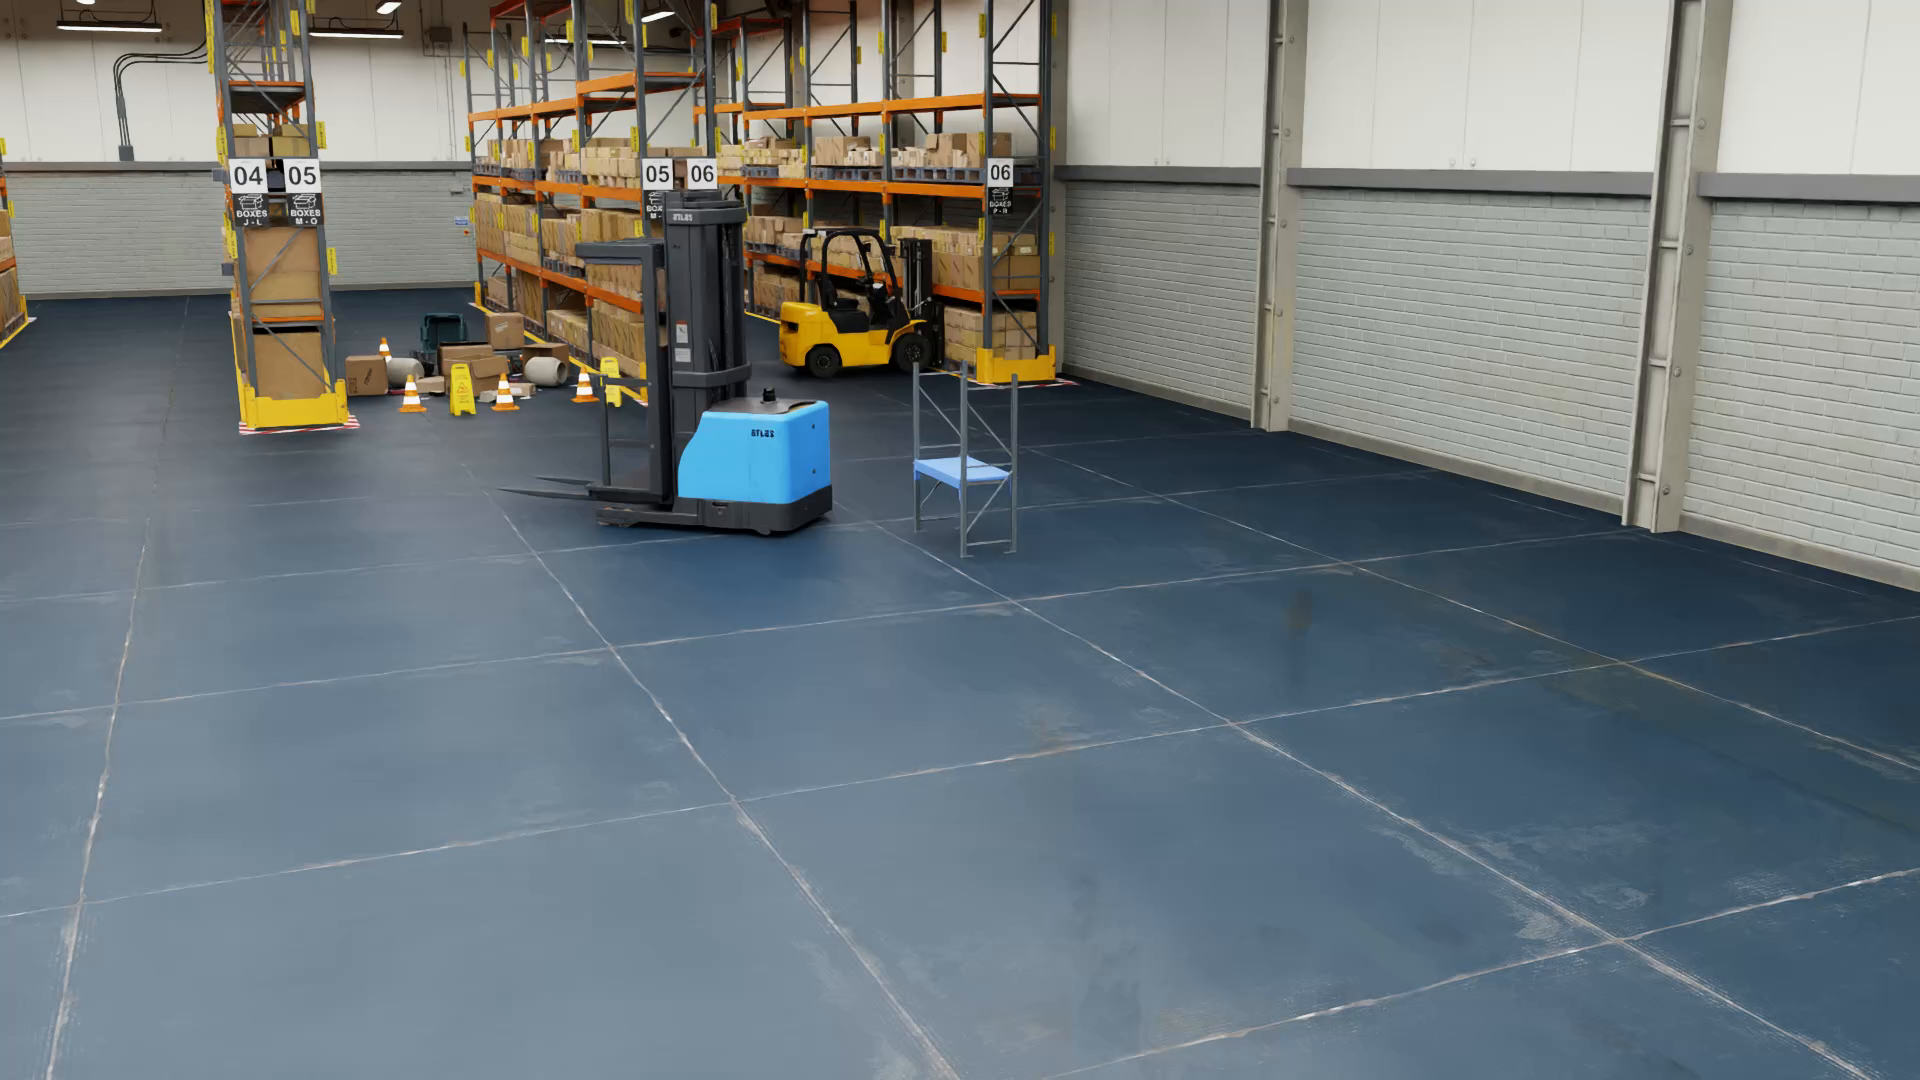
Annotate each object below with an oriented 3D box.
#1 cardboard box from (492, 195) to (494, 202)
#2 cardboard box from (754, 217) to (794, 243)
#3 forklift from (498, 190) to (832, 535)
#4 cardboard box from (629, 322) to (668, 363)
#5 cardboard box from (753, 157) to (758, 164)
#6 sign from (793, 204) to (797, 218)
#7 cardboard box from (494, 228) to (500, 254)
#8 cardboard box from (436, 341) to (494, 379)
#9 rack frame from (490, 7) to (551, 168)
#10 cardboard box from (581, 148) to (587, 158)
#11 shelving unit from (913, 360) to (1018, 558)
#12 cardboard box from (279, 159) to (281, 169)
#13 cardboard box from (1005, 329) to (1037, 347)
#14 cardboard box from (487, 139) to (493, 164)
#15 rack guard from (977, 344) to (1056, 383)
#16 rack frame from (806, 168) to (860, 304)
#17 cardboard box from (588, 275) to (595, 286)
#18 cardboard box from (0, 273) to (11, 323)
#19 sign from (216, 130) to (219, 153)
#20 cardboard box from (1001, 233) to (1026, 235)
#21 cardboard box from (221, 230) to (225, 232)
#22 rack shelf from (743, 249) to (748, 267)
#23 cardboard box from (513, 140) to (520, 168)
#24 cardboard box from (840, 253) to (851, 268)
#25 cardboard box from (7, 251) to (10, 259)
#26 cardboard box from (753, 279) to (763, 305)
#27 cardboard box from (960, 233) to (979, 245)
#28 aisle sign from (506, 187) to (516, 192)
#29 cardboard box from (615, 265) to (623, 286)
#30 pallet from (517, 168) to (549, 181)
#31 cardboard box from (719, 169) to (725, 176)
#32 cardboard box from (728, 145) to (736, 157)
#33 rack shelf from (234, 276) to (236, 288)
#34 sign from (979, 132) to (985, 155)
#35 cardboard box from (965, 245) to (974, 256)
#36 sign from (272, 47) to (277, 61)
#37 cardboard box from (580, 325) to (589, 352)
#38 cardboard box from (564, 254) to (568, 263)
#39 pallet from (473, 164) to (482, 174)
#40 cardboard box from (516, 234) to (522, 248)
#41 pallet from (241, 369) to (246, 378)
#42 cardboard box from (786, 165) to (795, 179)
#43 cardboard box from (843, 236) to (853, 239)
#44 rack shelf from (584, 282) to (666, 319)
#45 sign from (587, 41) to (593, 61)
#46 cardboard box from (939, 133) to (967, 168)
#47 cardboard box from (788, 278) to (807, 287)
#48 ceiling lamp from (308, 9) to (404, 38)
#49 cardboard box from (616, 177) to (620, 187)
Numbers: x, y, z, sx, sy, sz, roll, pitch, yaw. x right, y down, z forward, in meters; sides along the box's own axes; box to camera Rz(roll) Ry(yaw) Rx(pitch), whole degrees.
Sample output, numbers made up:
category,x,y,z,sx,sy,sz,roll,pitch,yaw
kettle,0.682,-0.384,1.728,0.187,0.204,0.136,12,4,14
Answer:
category,x,y,z,sx,sy,sz,roll,pitch,yaw
cardboard box,-9.402,-7.017,34.157,0.380,0.149,0.250,-6,14,-24
cardboard box,-3.790,-6.335,33.938,0.700,0.500,0.500,-5,14,-22
forklift,-2.746,-1.648,14.988,3.031,2.935,1.130,4,14,18
cardboard box,-4.286,-2.753,23.117,0.500,0.500,0.500,-6,14,-23
cardboard box,-3.945,-7.644,33.496,0.380,0.149,0.250,-5,14,-22
sign,-3.479,-6.924,35.067,0.100,0.325,0.005,-6,14,-23
cardboard box,-9.164,-6.087,33.798,0.500,0.500,0.500,-6,14,-24
cardboard box,-7.131,-2.558,24.003,0.797,0.637,0.503,-6,14,-23
rack frame,-8.533,-8.783,32.361,1.000,3.000,0.127,-6,14,-23
cardboard box,-5.501,-5.840,25.088,0.380,0.149,0.250,-6,14,-24
shelving unit,0.034,-0.713,14.125,0.538,1.500,1.048,-6,14,-23
cardboard box,-8.772,-4.970,21.943,0.380,0.149,0.250,-6,14,-23
cardboard box,0.823,-3.055,24.973,0.500,0.250,0.500,-5,14,-22
cardboard box,-9.465,-8.020,34.342,0.500,0.500,0.500,-5,14,-22
rack guard,0.831,-2.607,24.526,1.175,0.500,0.348,-6,14,-23
rack frame,-2.384,-5.483,31.407,1.000,3.000,0.127,-6,14,-23
cardboard box,-5.496,-3.991,25.518,0.380,0.149,0.250,-6,14,-23
cardboard box,-18.164,-4.464,30.786,0.875,0.875,0.875,-6,14,-23
sign,-10.316,-5.555,23.222,0.100,0.325,0.005,-6,14,-23
cardboard box,0.833,-4.489,24.793,0.380,0.149,0.250,-5,14,-21
cardboard box,-12.772,-5.374,29.245,0.380,0.149,0.250,-5,14,-21
rack shelf,-4.787,-6.372,36.844,1.077,0.370,4.000,-6,14,-23
cardboard box,-7.902,-7.086,30.530,0.500,0.500,0.500,-5,14,-22
cardboard box,-1.814,-4.979,29.561,0.500,0.250,0.500,-5,14,-21
cardboard box,-18.466,-5.468,31.900,0.380,0.149,0.250,-5,14,-22
cardboard box,-3.998,-5.176,34.693,0.500,0.500,0.500,-5,14,-21
cardboard box,0.227,-4.494,24.817,0.380,0.149,0.250,-5,14,-22
aisle sign,-9.880,-7.996,36.500,0.394,0.787,0.004,-6,14,-23
cardboard box,-4.589,-3.869,23.554,0.500,0.500,0.500,-6,14,-23
pallet,-7.237,-6.531,29.704,1.213,0.211,1.003,-5,14,-20
cardboard box,-5.044,-8.011,36.237,0.380,0.149,0.250,-5,14,-22
cardboard box,-4.620,-8.273,35.373,0.500,0.250,0.500,-6,14,-24
rack shelf,-12.226,-4.629,29.311,1.077,0.370,4.000,-6,14,-23
sign,0.318,-5.638,23.638,0.100,0.325,0.005,-6,14,-23
cardboard box,0.296,-4.291,24.598,0.380,0.149,0.250,-5,14,-22
sign,-12.521,-8.898,30.438,0.100,0.325,0.005,-6,14,-23
cardboard box,-5.540,-3.240,26.612,0.950,0.372,0.625,-5,14,-22
cardboard box,-6.367,-4.694,27.624,0.380,0.149,0.250,-5,14,-21
pallet,-9.828,-7.952,35.622,1.003,0.211,1.213,-6,14,-23
cardboard box,-7.998,-5.598,31.129,0.500,0.250,0.500,-6,14,-25
pallet,-10.201,-2.533,24.848,1.003,0.211,1.213,-6,14,-23
cardboard box,-3.014,-7.059,31.898,0.500,0.250,0.500,-6,14,-23
cardboard box,-1.838,-5.381,29.306,0.380,0.149,0.250,-6,14,-24
rack shelf,-4.527,-3.444,24.192,1.077,0.370,4.000,-6,14,-23
sign,-6.437,-8.501,28.897,0.100,0.325,0.005,-6,14,-23
cardboard box,0.102,-5.884,25.111,0.700,0.500,0.500,-6,14,-23
cardboard box,-3.181,-5.087,32.870,0.380,0.149,0.250,-6,14,-24
ceiling lamp,-13.432,-12.789,36.723,2.000,3.185,0.800,-6,14,-23
cardboard box,-4.612,-5.035,23.379,0.380,0.149,0.250,-6,14,-25
